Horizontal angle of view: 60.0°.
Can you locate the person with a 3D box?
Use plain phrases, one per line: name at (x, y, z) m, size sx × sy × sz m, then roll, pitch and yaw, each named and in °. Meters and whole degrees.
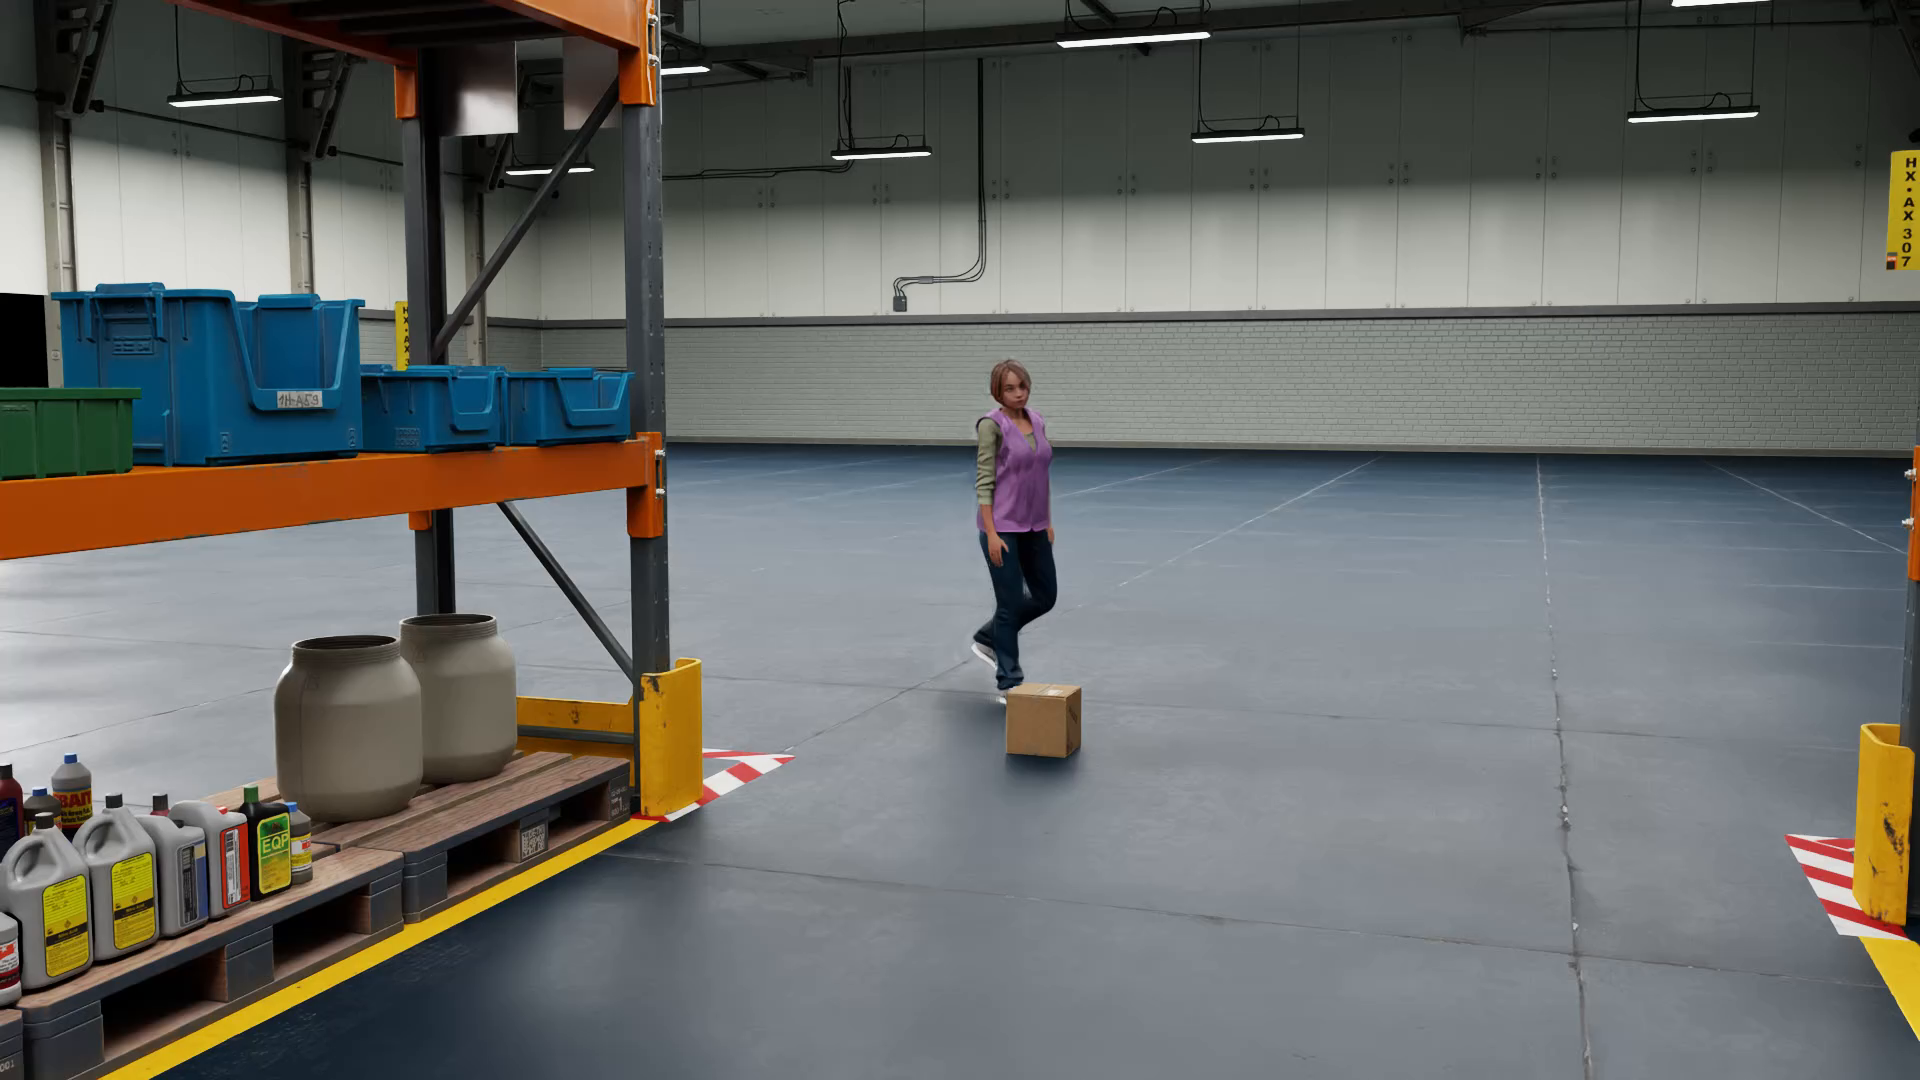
person at (0.199, -0.036, 7.690) m, size 0.447 × 1.591 × 0.561 m, roll -5°, pitch 7°, yaw -43°
